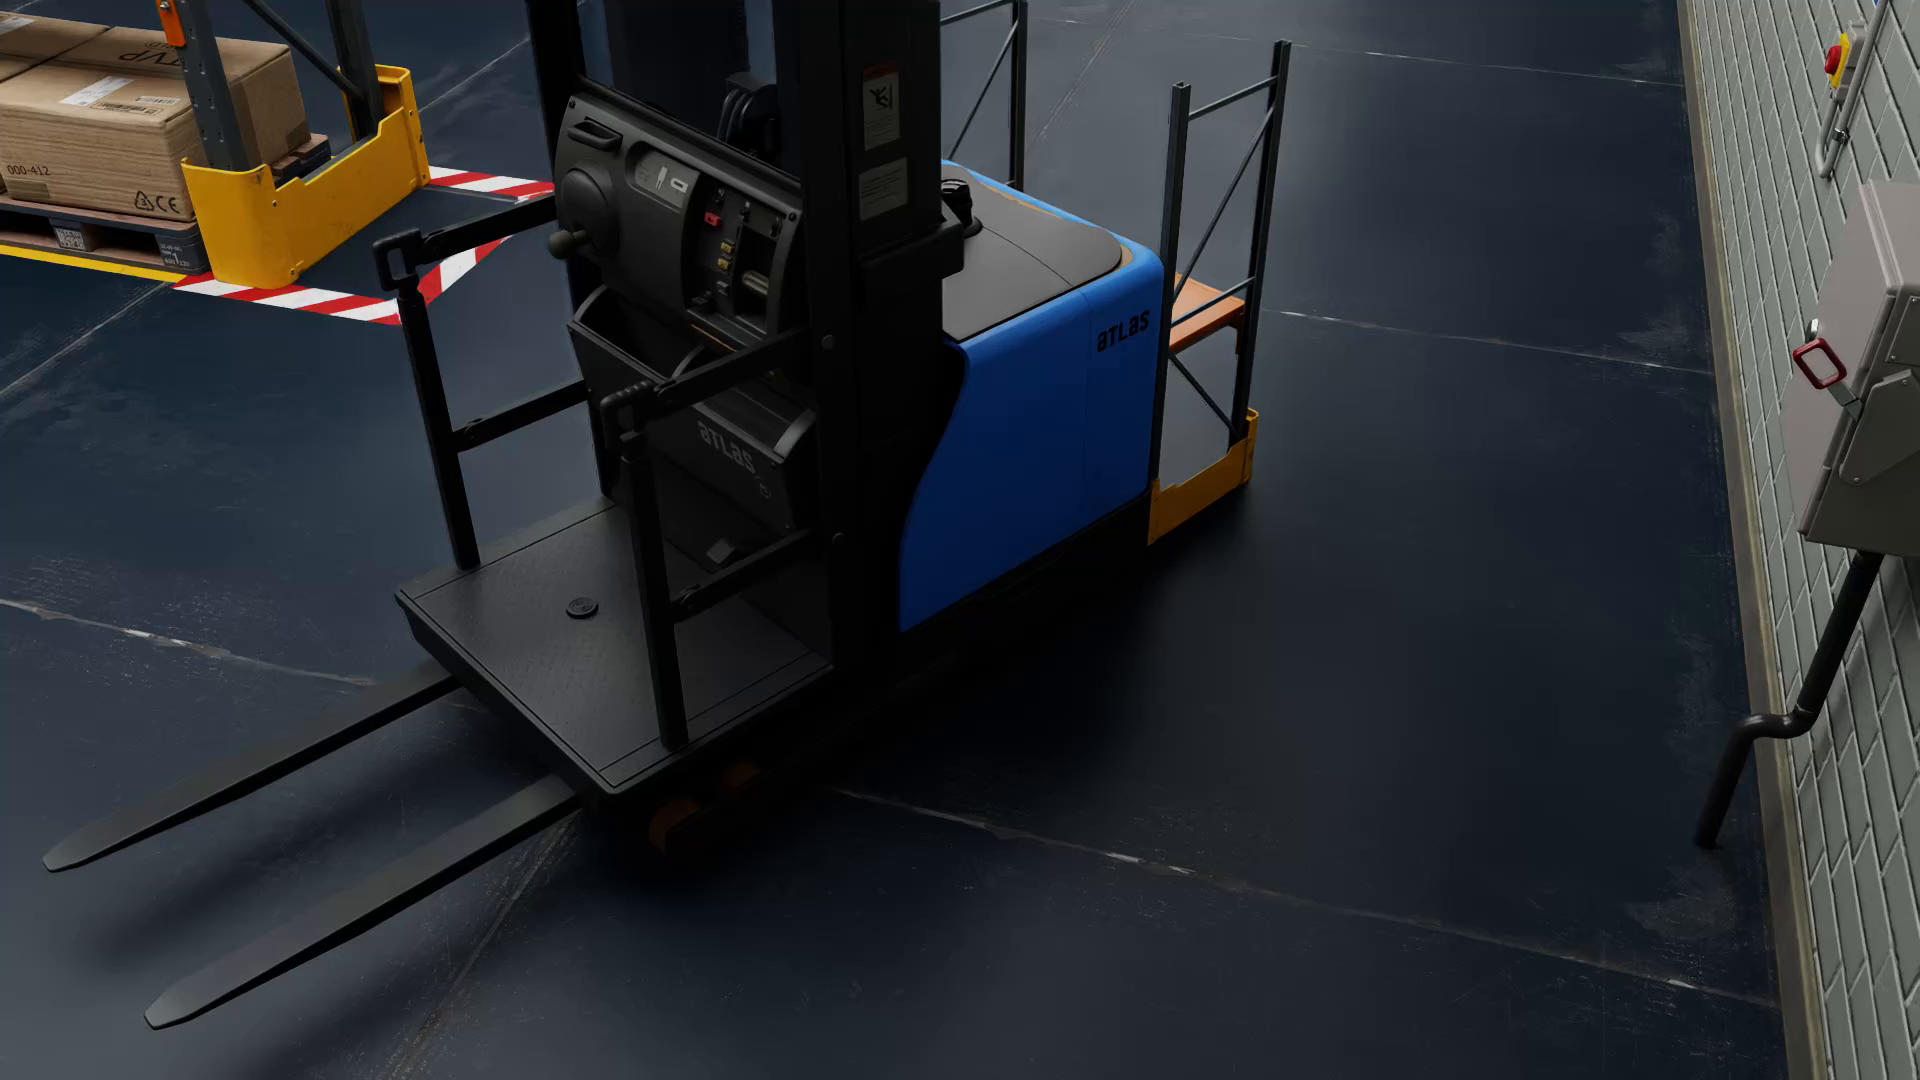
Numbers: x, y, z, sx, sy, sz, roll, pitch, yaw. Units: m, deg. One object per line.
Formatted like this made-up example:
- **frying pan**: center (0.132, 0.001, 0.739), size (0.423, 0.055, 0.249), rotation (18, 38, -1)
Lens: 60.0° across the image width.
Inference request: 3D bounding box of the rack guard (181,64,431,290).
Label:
- **rack guard**: center (-2.724, -1.560, 7.026), size (0.348, 0.500, 1.175), rotation (10, 38, 14)

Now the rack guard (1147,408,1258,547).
- **rack guard**: center (0.755, -0.209, 5.402), size (0.087, 0.250, 0.587), rotation (30, 46, 35)

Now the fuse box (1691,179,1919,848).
- **fuse box**: center (1.877, 0.094, 3.757), size (0.414, 1.711, 0.539), rotation (10, 38, 14)

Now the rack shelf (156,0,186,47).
- **rack shelf**: center (-4.656, -2.635, 6.985), size (4.000, 0.370, 1.077), rotation (10, 38, 14)

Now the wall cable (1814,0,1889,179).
- **wall cable**: center (2.643, -2.009, 4.645), size (0.123, 1.953, 0.585), rotation (10, 38, 14)

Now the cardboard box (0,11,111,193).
- **cardboard box**: center (-4.282, -1.925, 7.221), size (0.875, 0.438, 0.875), rotation (11, 38, 15)

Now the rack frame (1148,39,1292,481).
- **rack frame**: center (0.756, -0.712, 5.031), size (0.032, 1.500, 0.500), rotation (30, 46, 35)

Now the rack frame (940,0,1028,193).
- **rack frame**: center (0.033, -1.136, 5.607), size (0.032, 1.500, 0.500), rotation (30, 46, 35)

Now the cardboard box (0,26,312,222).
- **cardboard box**: center (-3.406, -1.768, 7.008), size (0.875, 0.438, 0.875), rotation (9, 37, 12)

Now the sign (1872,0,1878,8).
- **sign**: center (2.715, -1.713, 4.897), size (0.001, 0.218, 0.327), rotation (10, 38, 14)

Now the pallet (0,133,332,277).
- **pallet**: center (-3.533, -1.545, 7.250), size (1.213, 0.211, 1.003), rotation (10, 38, 14)

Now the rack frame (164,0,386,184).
- **rack frame**: center (-2.747, -2.571, 6.291), size (0.127, 3.000, 1.000), rotation (10, 38, 14)

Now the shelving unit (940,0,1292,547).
- **shelving unit**: center (0.401, -0.920, 5.314), size (1.083, 1.500, 0.587), rotation (30, 46, 35)

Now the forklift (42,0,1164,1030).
- **forklift**: center (-0.838, -0.716, 3.829), size (3.031, 2.935, 1.130), rotation (-29, 45, -33)

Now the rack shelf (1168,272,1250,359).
- **rack shelf**: center (0.394, -0.779, 5.426), size (1.000, 0.185, 0.538), rotation (30, 46, 35)
